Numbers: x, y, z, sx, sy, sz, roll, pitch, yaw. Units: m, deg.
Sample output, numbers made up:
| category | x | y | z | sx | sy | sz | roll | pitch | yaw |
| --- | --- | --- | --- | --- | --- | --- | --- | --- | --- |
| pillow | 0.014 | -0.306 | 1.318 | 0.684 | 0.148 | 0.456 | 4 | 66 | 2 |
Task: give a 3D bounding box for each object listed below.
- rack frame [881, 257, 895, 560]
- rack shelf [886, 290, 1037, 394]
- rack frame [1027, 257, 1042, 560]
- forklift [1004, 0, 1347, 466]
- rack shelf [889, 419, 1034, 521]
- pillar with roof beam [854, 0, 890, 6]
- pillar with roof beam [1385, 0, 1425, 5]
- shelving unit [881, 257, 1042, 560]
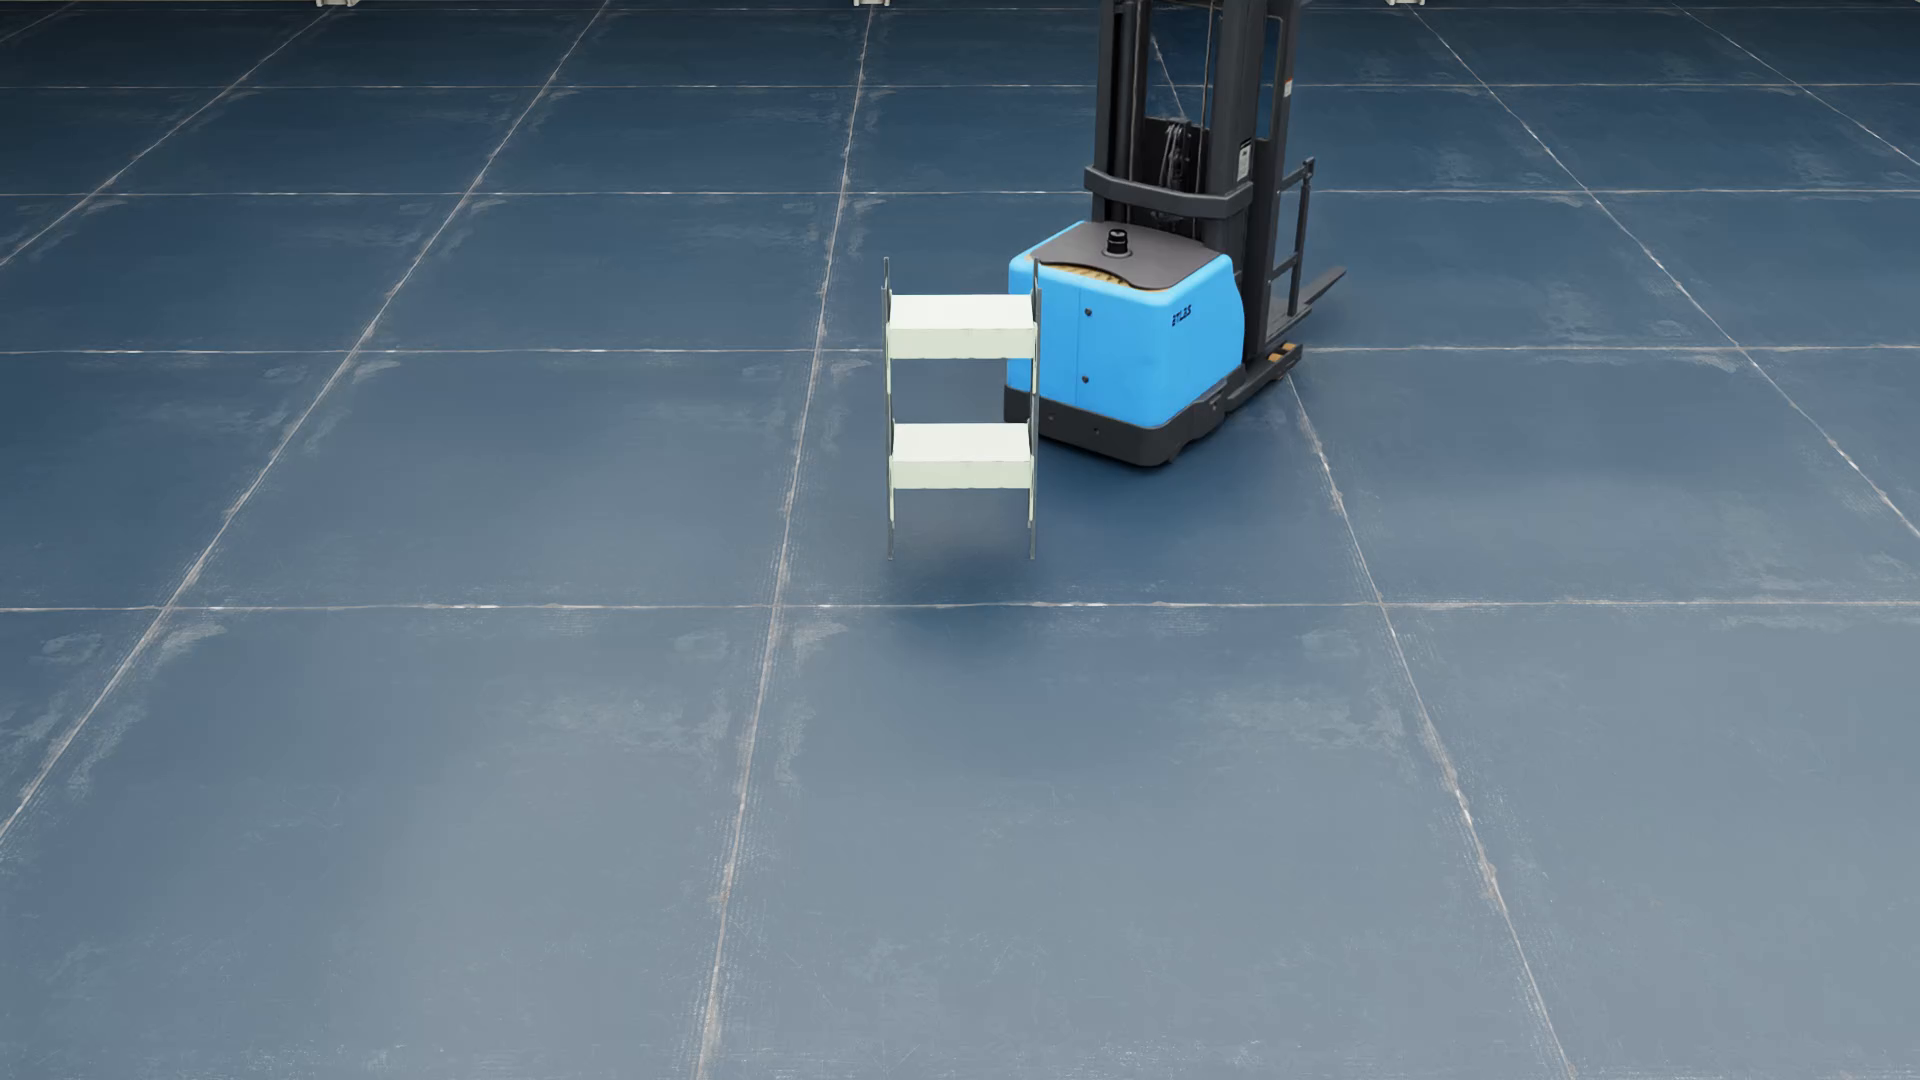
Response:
| category | x | y | z | sx | sy | sz | roll | pitch | yaw |
| --- | --- | --- | --- | --- | --- | --- | --- | --- | --- |
| rack frame | -0.359 | -0.640 | 8.359 | 0.023 | 1.500 | 0.400 | 0 | 31 | 0 |
| rack shelf | 0.007 | -0.975 | 8.159 | 0.720 | 0.370 | 0.431 | 0 | 31 | 0 |
| rack frame | 0.373 | -0.642 | 8.363 | 0.023 | 1.500 | 0.400 | 0 | 31 | 0 |
| forklift | 1.512 | -2.380 | 9.848 | 1.130 | 2.935 | 3.031 | 20 | 36 | 29 |
| rack shelf | 0.007 | -0.363 | 8.530 | 0.720 | 0.370 | 0.431 | 0 | 31 | 0 |
| pillar with roof beam | -0.964 | -7.676 | 12.726 | 0.400 | 9.000 | 9.100 | 0 | 31 | 0 |
| pillar with roof beam | 5.036 | -7.695 | 12.757 | 0.400 | 9.000 | 9.100 | 0 | 31 | 0 |
| shelving unit | 0.007 | -0.641 | 8.361 | 0.755 | 1.500 | 0.431 | 0 | 31 | 0 |
